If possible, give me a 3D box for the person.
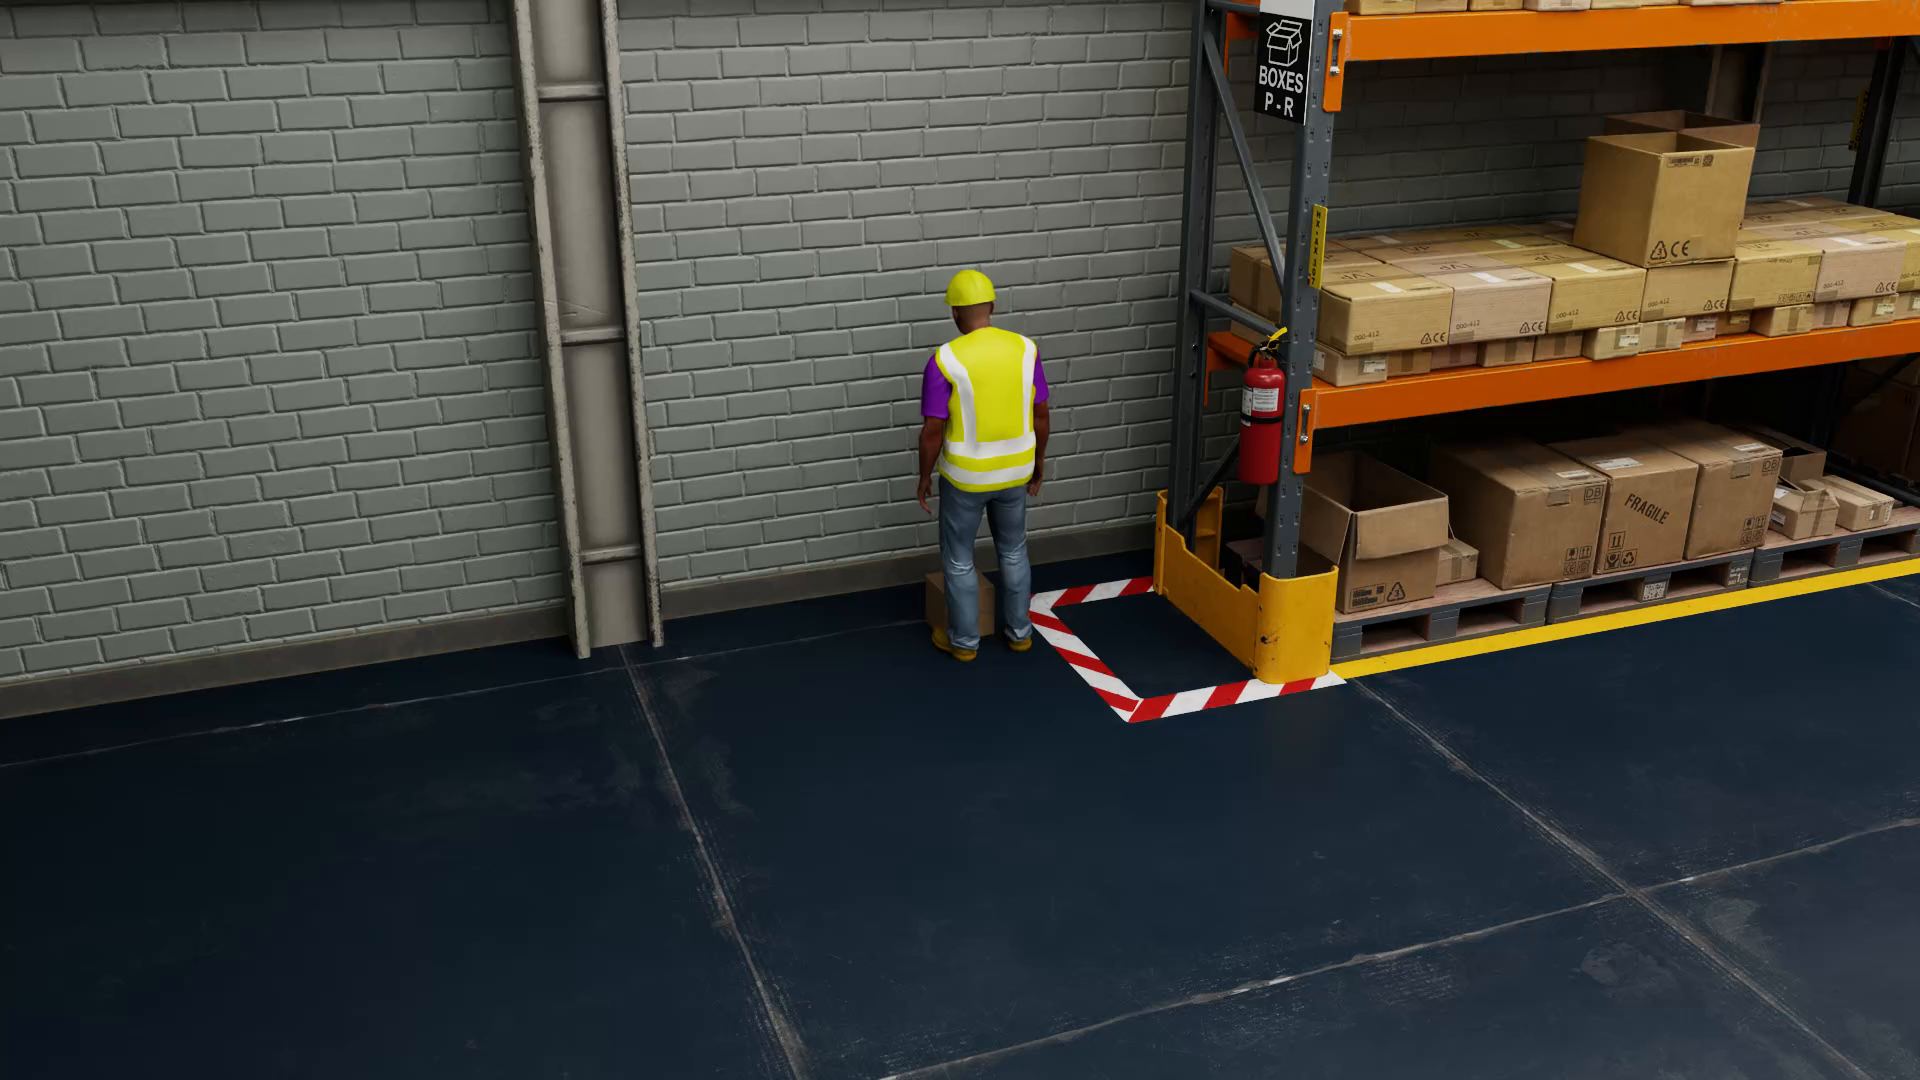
[{"bbox_3d":[0.088,-0.314,7.333,0.630,1.759,0.460,-10,24,-22],"label":"person"}]
